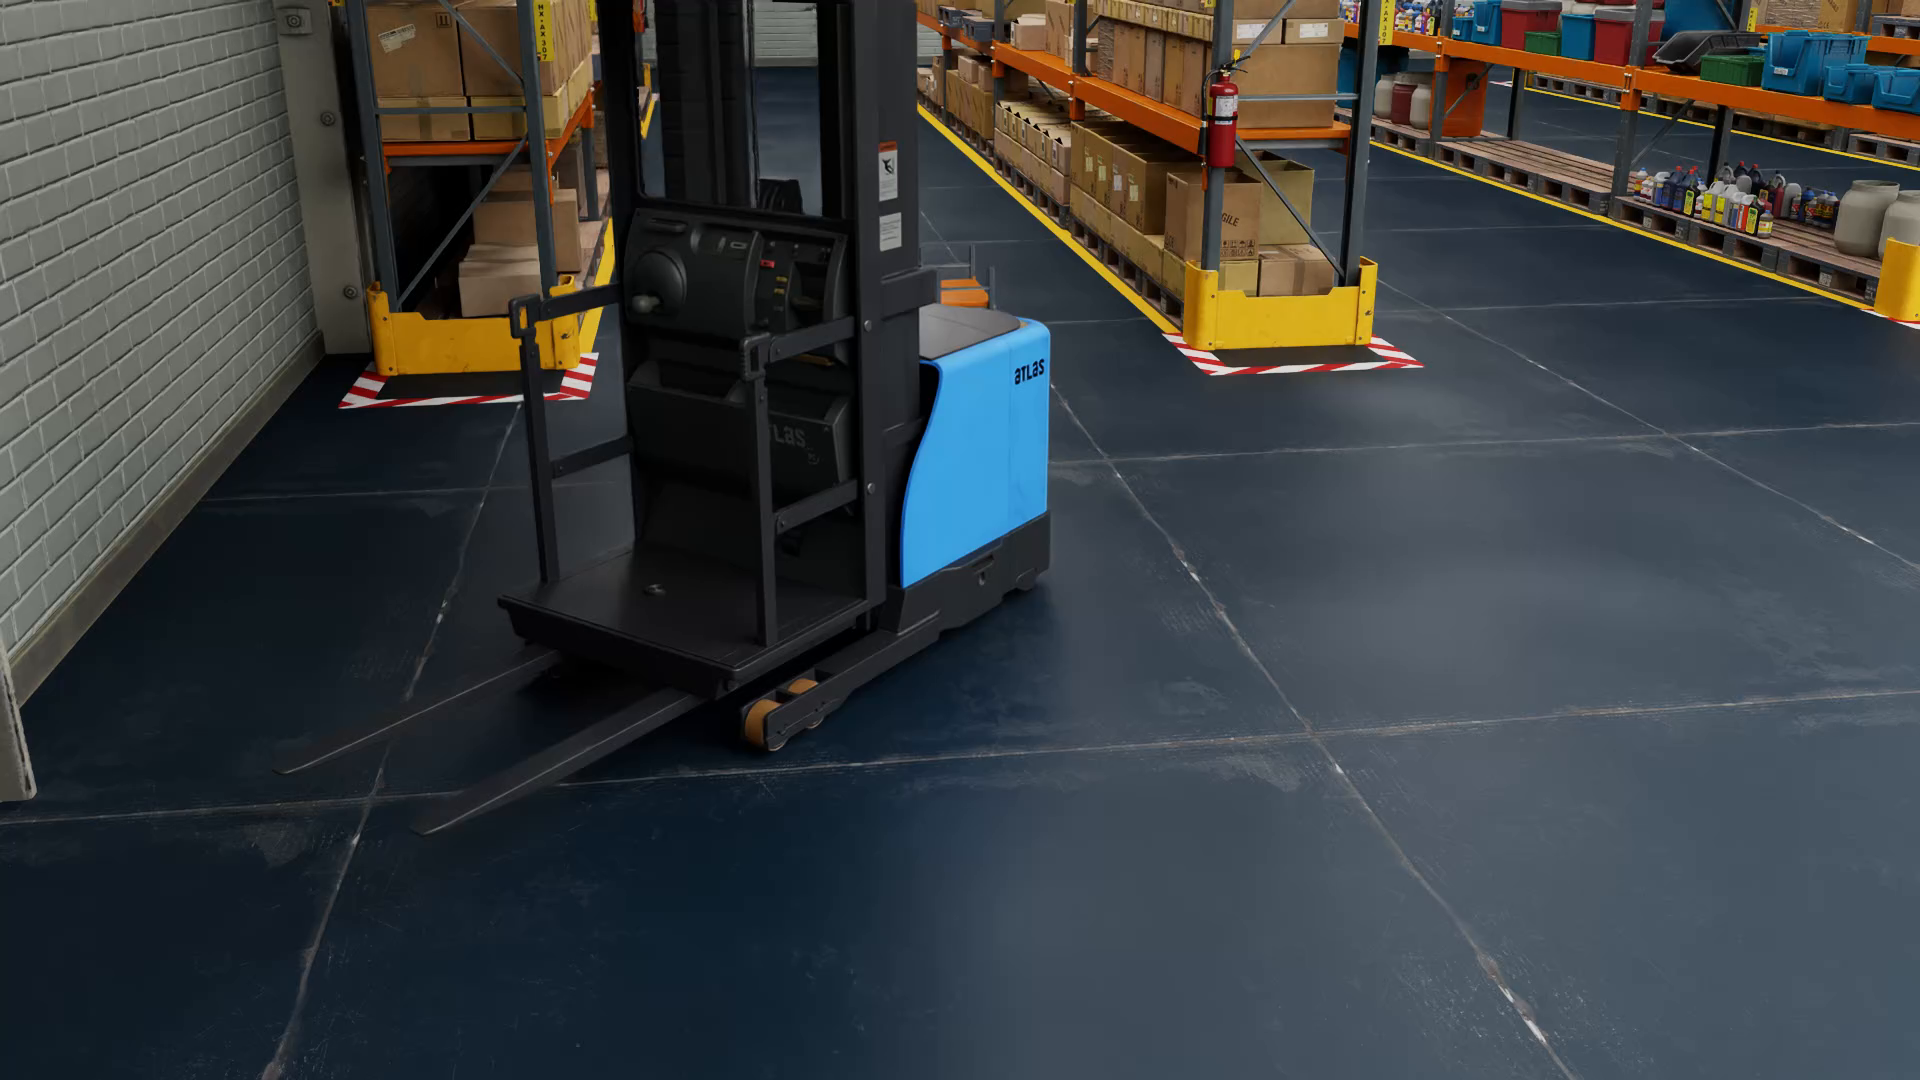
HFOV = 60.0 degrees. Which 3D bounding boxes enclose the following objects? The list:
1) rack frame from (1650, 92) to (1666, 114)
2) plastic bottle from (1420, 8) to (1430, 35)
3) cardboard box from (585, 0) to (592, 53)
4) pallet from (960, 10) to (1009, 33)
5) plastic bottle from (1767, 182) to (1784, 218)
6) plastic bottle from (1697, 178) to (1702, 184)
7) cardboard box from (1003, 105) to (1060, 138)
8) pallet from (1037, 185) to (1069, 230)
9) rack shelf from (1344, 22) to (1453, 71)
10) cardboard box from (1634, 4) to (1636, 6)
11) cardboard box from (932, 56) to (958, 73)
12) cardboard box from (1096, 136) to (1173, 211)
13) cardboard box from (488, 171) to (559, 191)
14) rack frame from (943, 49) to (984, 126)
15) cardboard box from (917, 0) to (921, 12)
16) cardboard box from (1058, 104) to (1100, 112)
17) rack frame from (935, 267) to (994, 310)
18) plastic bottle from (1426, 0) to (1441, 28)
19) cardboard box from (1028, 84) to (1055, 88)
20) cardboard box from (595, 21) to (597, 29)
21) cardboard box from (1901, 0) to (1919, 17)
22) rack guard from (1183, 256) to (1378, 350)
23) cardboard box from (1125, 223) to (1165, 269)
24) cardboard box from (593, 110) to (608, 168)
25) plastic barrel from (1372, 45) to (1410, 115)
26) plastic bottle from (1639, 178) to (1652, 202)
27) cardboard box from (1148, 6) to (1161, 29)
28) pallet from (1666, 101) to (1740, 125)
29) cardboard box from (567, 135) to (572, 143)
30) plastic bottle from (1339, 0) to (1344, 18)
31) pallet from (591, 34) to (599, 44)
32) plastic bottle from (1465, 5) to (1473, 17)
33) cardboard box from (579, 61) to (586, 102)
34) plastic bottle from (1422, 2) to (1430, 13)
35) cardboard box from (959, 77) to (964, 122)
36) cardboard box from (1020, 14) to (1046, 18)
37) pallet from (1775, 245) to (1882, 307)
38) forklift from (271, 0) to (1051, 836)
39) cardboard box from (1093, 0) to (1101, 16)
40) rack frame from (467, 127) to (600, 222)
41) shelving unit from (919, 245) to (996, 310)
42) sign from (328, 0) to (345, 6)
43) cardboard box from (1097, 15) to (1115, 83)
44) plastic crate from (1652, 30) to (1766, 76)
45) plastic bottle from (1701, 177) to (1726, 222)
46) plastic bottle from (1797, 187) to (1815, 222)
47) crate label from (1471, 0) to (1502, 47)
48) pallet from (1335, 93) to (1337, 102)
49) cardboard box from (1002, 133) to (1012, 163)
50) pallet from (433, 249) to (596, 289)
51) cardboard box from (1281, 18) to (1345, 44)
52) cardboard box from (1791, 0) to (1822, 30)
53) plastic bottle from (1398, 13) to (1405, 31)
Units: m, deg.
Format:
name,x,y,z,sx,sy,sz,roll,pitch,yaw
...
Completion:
name,x,y,z,sx,sy,sz,roll,pitch,yaw
rack frame,10.091,-7.338,22.575,1.000,3.000,0.127,-3,21,-8
plastic bottle,5.252,-5.847,18.750,0.061,0.283,0.133,-3,21,-8
cardboard box,-3.087,-3.961,12.647,0.500,0.500,0.500,-3,21,-8
pallet,0.579,-6.038,19.369,1.003,0.211,1.213,-3,21,-8
plastic bottle,6.709,-2.803,13.687,0.061,0.283,0.133,-3,21,-8
plastic bottle,6.189,-2.902,13.968,0.097,0.271,0.097,0,20,0
cardboard box,0.733,-4.248,16.831,0.500,0.311,0.500,-3,21,-9
pallet,1.296,-3.016,14.990,1.003,0.211,1.213,-3,21,-8
rack shelf,5.478,-6.058,20.178,1.077,0.370,4.000,-3,21,-8
cardboard box,9.648,-7.487,23.334,0.380,0.149,0.250,-3,21,-9
cardboard box,0.011,-6.526,23.342,0.797,0.503,0.637,-3,21,-8
cardboard box,1.342,-2.807,12.702,0.500,0.500,0.500,-3,21,-8
cardboard box,-3.272,-2.496,12.556,0.500,0.500,0.500,-4,21,-12
rack frame,0.287,-6.839,21.241,1.000,3.000,0.127,-3,21,-8
cardboard box,-0.337,-7.752,23.541,0.500,0.500,0.500,-3,21,-8
cardboard box,1.264,-4.277,16.909,0.500,0.311,0.500,-3,21,-9
rack frame,0.020,-0.539,6.944,0.240,1.200,0.015,-3,21,-8
plastic bottle,5.673,-6.327,19.941,0.144,0.351,0.185,-3,21,-8
cardboard box,0.933,-5.016,19.304,0.500,0.500,0.500,-3,21,-8
cardboard box,-3.960,-5.294,16.332,0.700,0.500,0.500,-5,21,-14
cardboard box,10.785,-6.011,18.281,0.500,0.500,0.500,-6,21,-14
rack guard,2.021,-1.505,10.532,1.175,0.500,0.348,-3,21,-8
cardboard box,1.490,-2.110,11.907,0.500,0.250,0.500,-3,21,-8
cardboard box,-3.882,-3.992,16.560,0.700,0.500,0.500,-3,21,-7
plastic barrel,5.353,-5.867,21.037,0.600,0.901,0.708,-3,21,-8
plastic bottle,5.969,-3.046,14.454,0.097,0.201,0.097,0,20,0
cardboard box,1.548,-3.695,11.752,0.380,0.149,0.250,-3,21,-8
pallet,10.276,-5.768,22.358,1.003,0.211,1.213,-3,21,-8
cardboard box,-3.650,-3.611,14.469,0.500,0.250,0.500,-3,21,-9
plastic bottle,4.888,-6.760,21.213,0.097,0.271,0.097,0,20,0
pallet,-3.712,-4.430,15.065,1.003,0.211,1.213,-3,21,-8
plastic bottle,5.949,-6.103,19.437,0.061,0.283,0.133,-3,21,-8
cardboard box,-2.941,-3.262,11.850,0.500,0.250,0.500,-3,21,-8
plastic bottle,5.744,-6.482,20.460,0.152,0.276,0.135,-3,21,-8
cardboard box,0.268,-5.337,20.163,0.500,0.500,0.500,-3,21,-7
cardboard box,0.873,-5.285,17.205,0.500,0.311,0.500,-2,21,-4
pallet,6.750,-1.932,12.088,1.003,0.211,1.213,-3,21,-8
forklift,-0.875,-0.878,5.377,1.130,2.935,3.031,13,24,31
cardboard box,1.288,-4.317,13.419,0.380,0.149,0.250,-3,21,-8
rack frame,-3.461,-3.818,13.152,1.000,3.000,0.127,-3,21,-8
shelving unit,-0.018,-0.623,7.170,0.258,1.200,0.503,-3,21,-8
sign,-3.436,-3.103,9.130,0.100,0.325,0.005,-3,21,-8
cardboard box,1.511,-3.963,13.397,0.700,0.500,0.500,-3,21,-9
plastic crate,6.292,-4.101,13.999,0.767,0.338,0.504,-3,21,-8
plastic bottle,6.137,-2.770,13.503,0.144,0.351,0.185,-3,21,-8
plastic bottle,6.873,-2.728,13.504,0.097,0.271,0.097,0,20,0
crate label,5.642,-5.362,17.235,0.502,0.435,0.616,-3,21,-8
pallet,5.045,-6.034,23.071,1.003,0.211,1.213,-3,21,-8
cardboard box,0.722,-3.993,16.949,0.500,0.250,0.500,-3,21,-9
pallet,-3.150,-1.858,11.889,1.003,0.211,1.213,-3,21,-8
cardboard box,2.174,-3.182,10.379,0.380,0.149,0.250,-3,21,-8
cardboard box,10.285,-6.331,19.737,0.500,0.500,0.500,-3,21,-8
plastic bottle,5.170,-6.051,19.415,0.097,0.201,0.097,0,20,0
